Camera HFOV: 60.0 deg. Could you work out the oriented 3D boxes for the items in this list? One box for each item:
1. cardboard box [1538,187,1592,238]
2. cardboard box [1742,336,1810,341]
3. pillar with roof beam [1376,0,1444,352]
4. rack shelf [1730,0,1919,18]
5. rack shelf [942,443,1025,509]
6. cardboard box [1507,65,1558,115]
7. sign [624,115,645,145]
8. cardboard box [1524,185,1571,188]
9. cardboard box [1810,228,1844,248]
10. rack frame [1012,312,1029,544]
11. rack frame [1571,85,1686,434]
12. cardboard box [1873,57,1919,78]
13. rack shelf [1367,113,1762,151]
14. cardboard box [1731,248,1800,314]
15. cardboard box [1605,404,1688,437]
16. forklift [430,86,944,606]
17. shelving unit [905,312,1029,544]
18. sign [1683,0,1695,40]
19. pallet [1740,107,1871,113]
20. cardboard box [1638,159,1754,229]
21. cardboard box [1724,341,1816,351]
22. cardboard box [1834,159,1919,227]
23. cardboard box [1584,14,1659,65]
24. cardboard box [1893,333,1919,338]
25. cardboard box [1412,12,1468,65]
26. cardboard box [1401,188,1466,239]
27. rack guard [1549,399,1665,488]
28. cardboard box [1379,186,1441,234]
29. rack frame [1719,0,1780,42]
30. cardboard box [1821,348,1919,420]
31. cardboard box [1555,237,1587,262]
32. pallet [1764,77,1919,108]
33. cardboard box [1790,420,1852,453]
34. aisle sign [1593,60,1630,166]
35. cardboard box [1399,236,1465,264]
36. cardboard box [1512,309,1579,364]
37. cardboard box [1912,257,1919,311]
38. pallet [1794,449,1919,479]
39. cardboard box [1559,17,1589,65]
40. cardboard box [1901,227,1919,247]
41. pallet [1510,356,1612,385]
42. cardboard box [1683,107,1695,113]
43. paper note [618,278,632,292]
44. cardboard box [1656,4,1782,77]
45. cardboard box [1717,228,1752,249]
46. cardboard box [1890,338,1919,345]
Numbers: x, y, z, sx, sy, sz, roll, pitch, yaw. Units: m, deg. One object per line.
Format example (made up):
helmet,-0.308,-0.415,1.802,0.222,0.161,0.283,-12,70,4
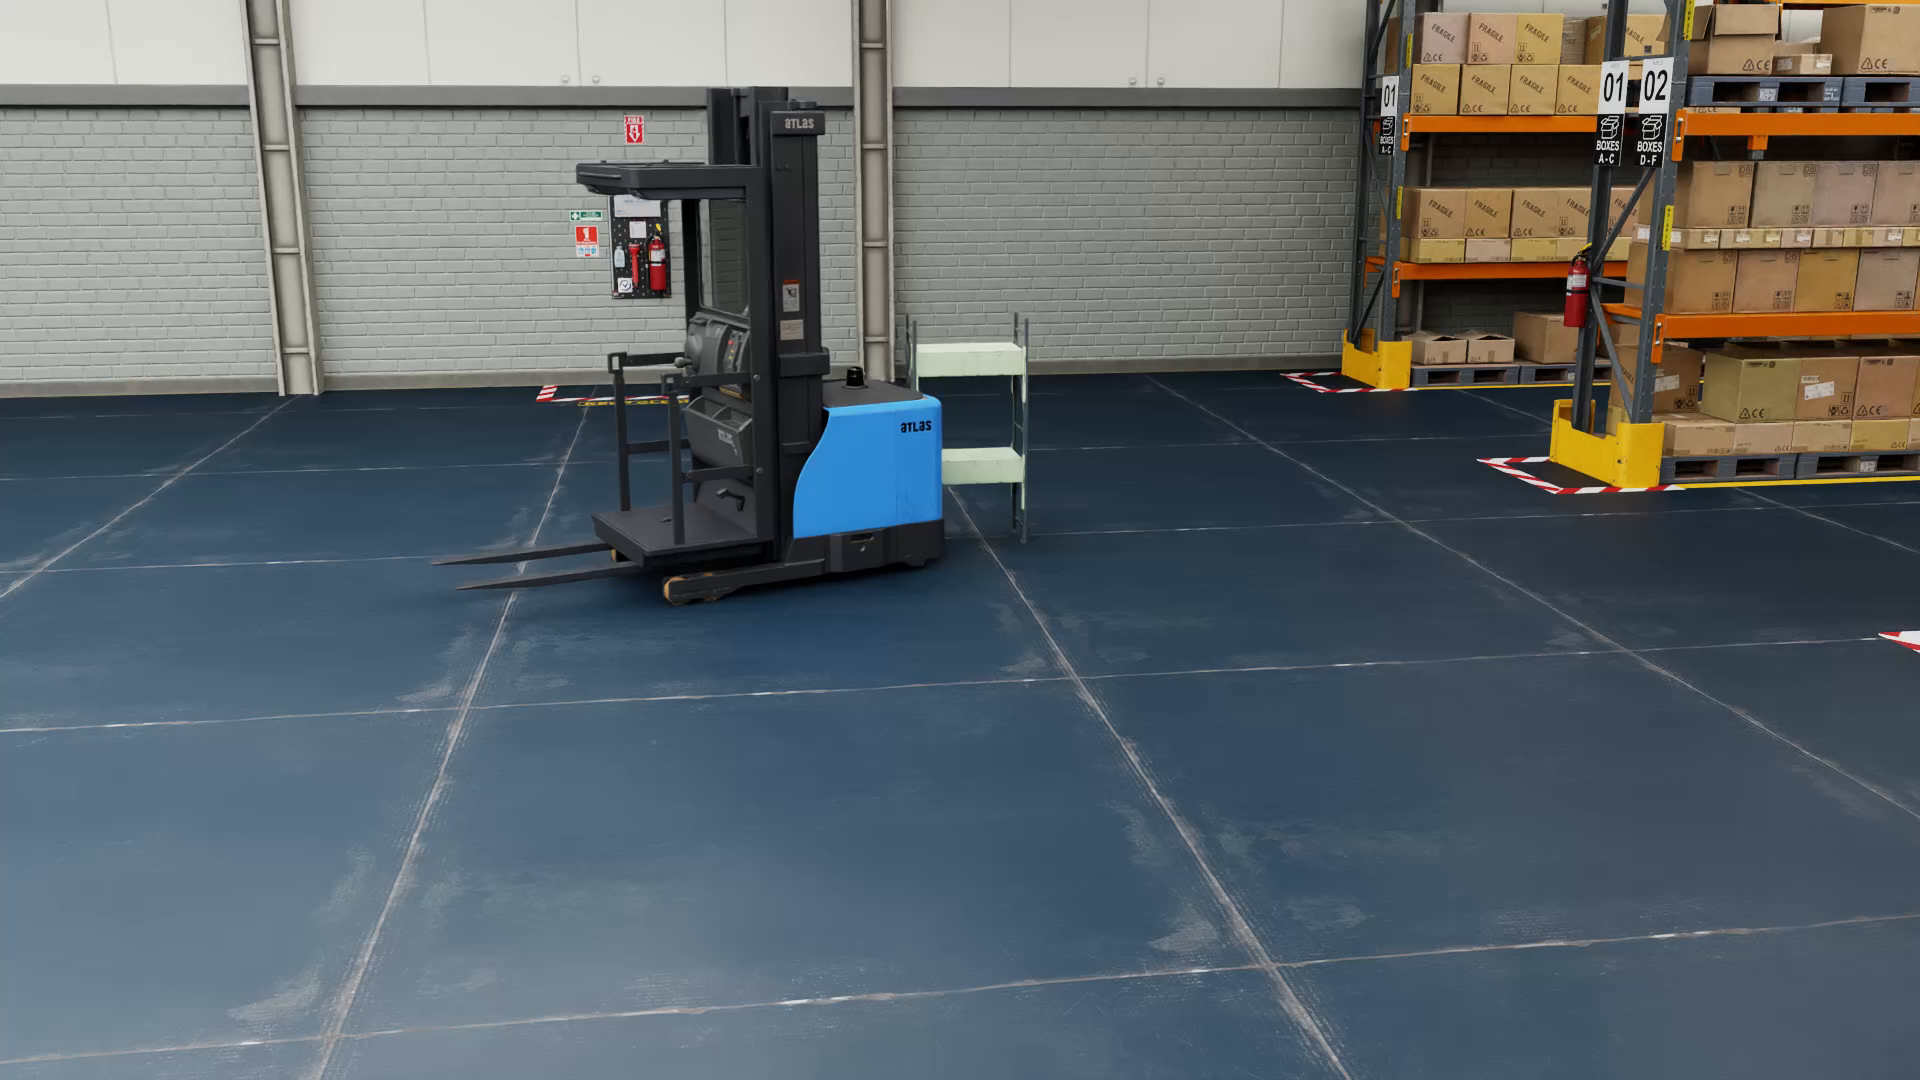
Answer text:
cardboard box,6.475,-3.489,17.695,0.500,0.500,0.500,-2,14,-7
cardboard box,9.128,-2.366,18.724,0.500,0.500,0.700,-2,14,-6
pillar with roof beam,5.652,-5.297,13.845,0.400,9.000,9.100,-2,14,-8
rack shelf,10.381,-5.774,18.046,4.000,0.370,1.077,-2,14,-8
rack shelf,0.040,-0.418,11.147,0.720,0.370,0.431,-2,14,-9
cardboard box,5.865,-4.685,17.324,0.500,0.500,0.500,-1,14,-6
sign,-3.394,-4.273,17.329,0.199,0.298,0.001,-2,14,-8
cardboard box,6.390,-3.612,18.184,0.500,0.500,0.500,-2,14,-8
cardboard box,6.630,-2.361,12.932,0.250,0.149,0.380,-3,14,-10
rack frame,0.401,-0.749,11.124,0.023,1.500,0.400,-2,14,-9
rack frame,5.189,-1.998,13.022,0.127,3.000,1.000,-2,14,-8
cardboard box,7.498,-3.890,13.038,0.637,0.503,0.797,-1,14,-2
rack shelf,6.425,-4.368,17.785,4.000,0.370,1.077,-2,14,-8
cardboard box,6.172,-2.080,13.146,0.500,0.500,0.700,-2,14,-7
cardboard box,5.676,-0.958,13.667,0.500,0.250,0.500,-2,14,-8
forklift,-1.639,-1.185,9.922,3.031,2.935,1.130,-8,16,-28
shelving unit,0.040,-0.734,11.067,0.755,1.500,0.431,-2,14,-9
sign,5.266,-3.782,12.008,0.005,0.325,0.100,-2,14,-8
pallet,9.029,-4.695,17.996,1.003,0.211,1.213,-2,14,-8
cardboard box,5.705,-2.691,12.915,0.500,0.500,0.700,-2,14,-8
cardboard box,6.662,-1.362,13.736,0.500,0.500,0.500,-2,14,-8
cardboard box,7.218,-2.749,13.142,0.500,0.500,0.700,-2,14,-8
cardboard box,6.893,-5.205,17.343,0.500,0.500,0.500,-3,14,-10
cardboard box,10.640,-2.426,18.964,0.500,0.500,0.700,-2,14,-9
cardboard box,4.865,-5.143,17.095,0.500,0.500,0.500,-3,14,-12
cardboard box,4.965,-3.435,17.478,0.500,0.500,0.500,-2,14,-8
rack guard,5.166,-0.785,13.323,0.348,0.500,1.175,-2,14,-8
cardboard box,4.882,-3.558,17.970,0.500,0.500,0.500,-2,14,-9
rack frame,8.403,-6.244,17.621,0.127,3.000,1.000,-2,14,-8
cardboard box,7.237,-1.251,13.293,0.500,0.500,0.500,-2,14,-8
cardboard box,6.494,-3.125,17.782,0.500,0.250,0.500,-2,14,-8
pallet,7.101,-3.474,12.925,1.213,0.211,1.003,-2,14,-8
cardboard box,6.741,-0.871,13.317,0.500,0.250,0.500,-2,14,-8
aisle sign,5.081,-3.327,12.978,0.004,0.787,0.394,-2,14,-8
cardboard box,4.978,-3.068,17.555,0.500,0.250,0.500,-3,14,-10
cardboard box,6.442,-2.229,18.178,0.500,0.500,0.700,-3,14,-12
cardboard box,7.690,-2.136,13.367,0.500,0.500,0.700,-2,14,-7
pallet,7.143,-0.727,13.685,1.213,0.211,1.003,-2,14,-8
cardboard box,6.362,-5.317,17.790,0.500,0.500,0.500,-2,14,-8
cardboard box,7.390,-2.389,13.041,0.250,0.149,0.380,-2,14,-6
pallet,6.535,-1.904,18.380,1.213,0.211,1.003,-2,14,-8
cardboard box,7.439,-4.754,17.601,0.500,0.500,0.500,-3,14,-13
paper note,-3.557,-2.708,17.664,0.142,0.148,0.016,-2,14,-8
cardboard box,5.758,-3.794,12.656,0.637,0.503,0.797,-1,14,-4
cardboard box,5.870,-2.334,12.822,0.250,0.149,0.380,-2,14,-10
cardboard box,8.146,-1.415,13.946,0.500,0.500,0.500,-2,14,-8
